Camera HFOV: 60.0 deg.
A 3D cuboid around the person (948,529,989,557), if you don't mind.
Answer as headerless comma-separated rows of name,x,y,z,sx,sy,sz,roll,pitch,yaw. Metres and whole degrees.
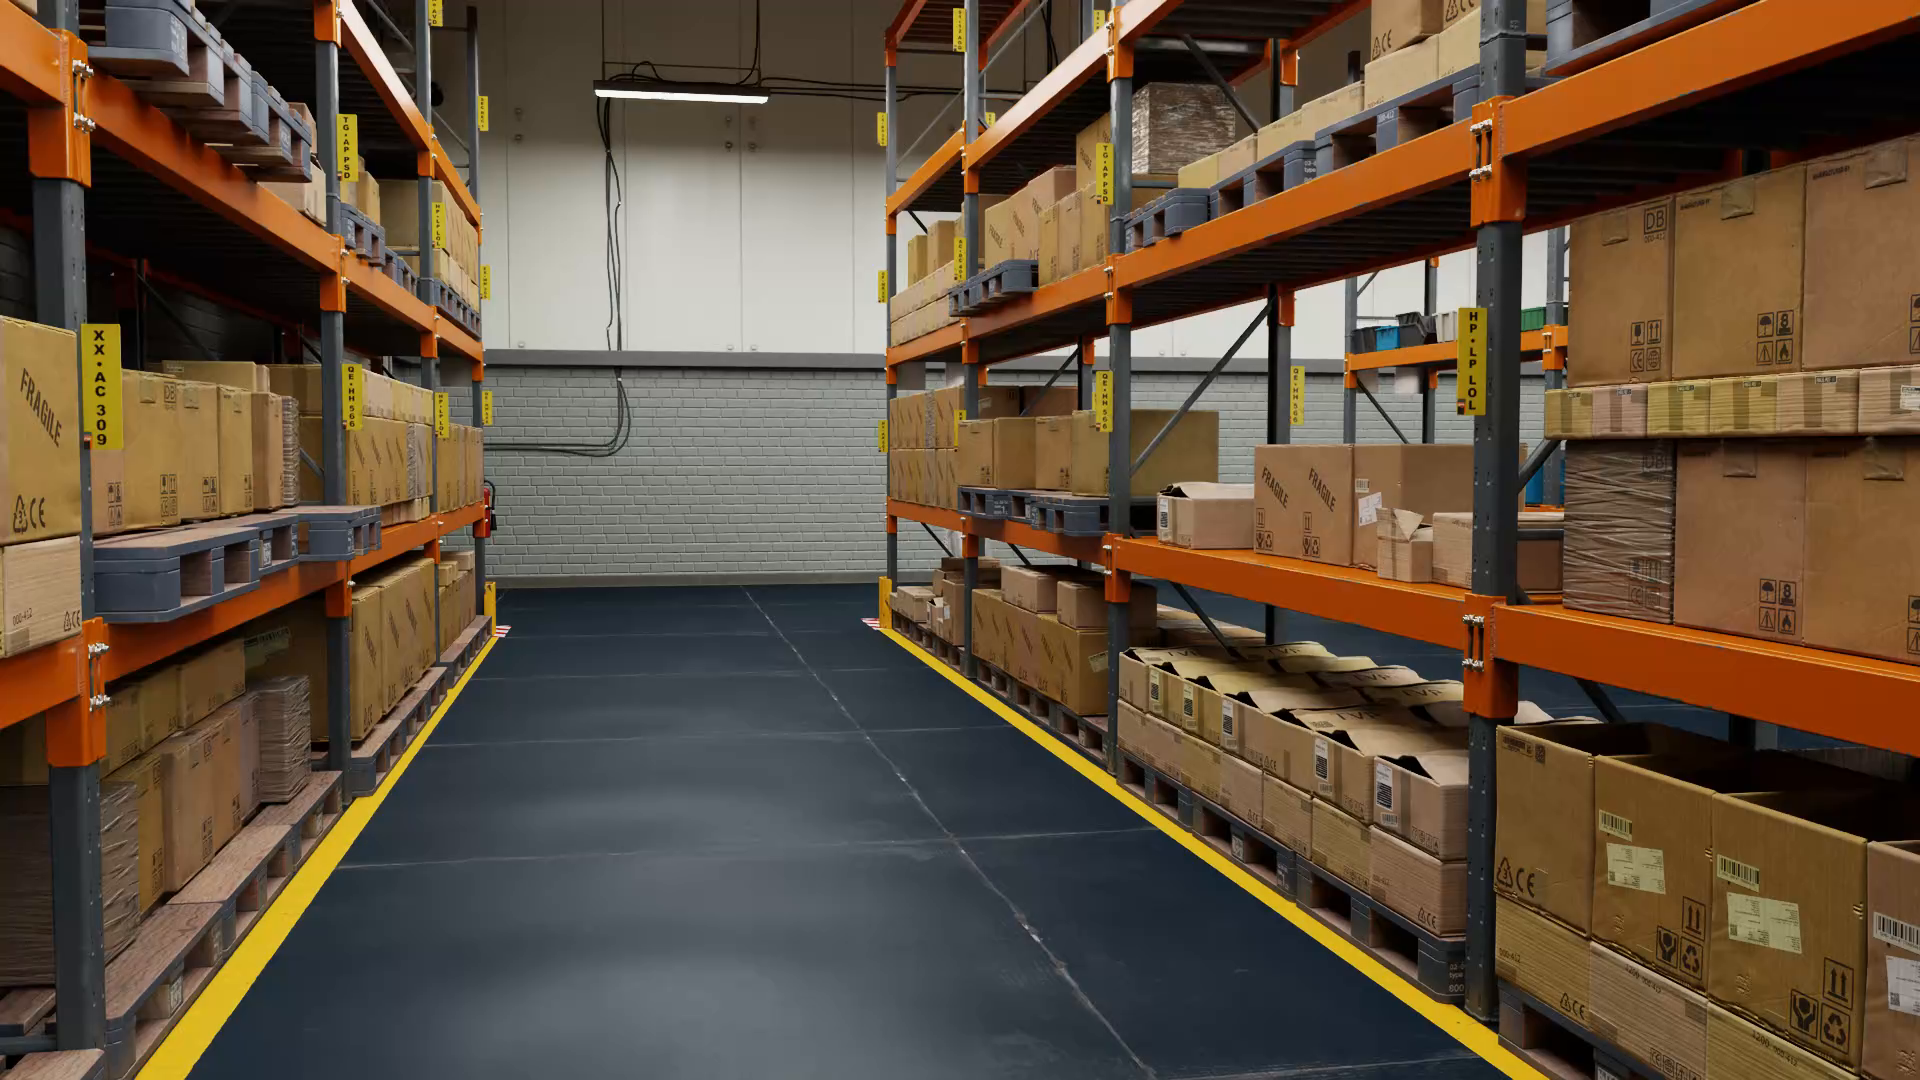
person,0.112,-0.114,19.069,0.546,1.763,0.444,-1,3,-13
